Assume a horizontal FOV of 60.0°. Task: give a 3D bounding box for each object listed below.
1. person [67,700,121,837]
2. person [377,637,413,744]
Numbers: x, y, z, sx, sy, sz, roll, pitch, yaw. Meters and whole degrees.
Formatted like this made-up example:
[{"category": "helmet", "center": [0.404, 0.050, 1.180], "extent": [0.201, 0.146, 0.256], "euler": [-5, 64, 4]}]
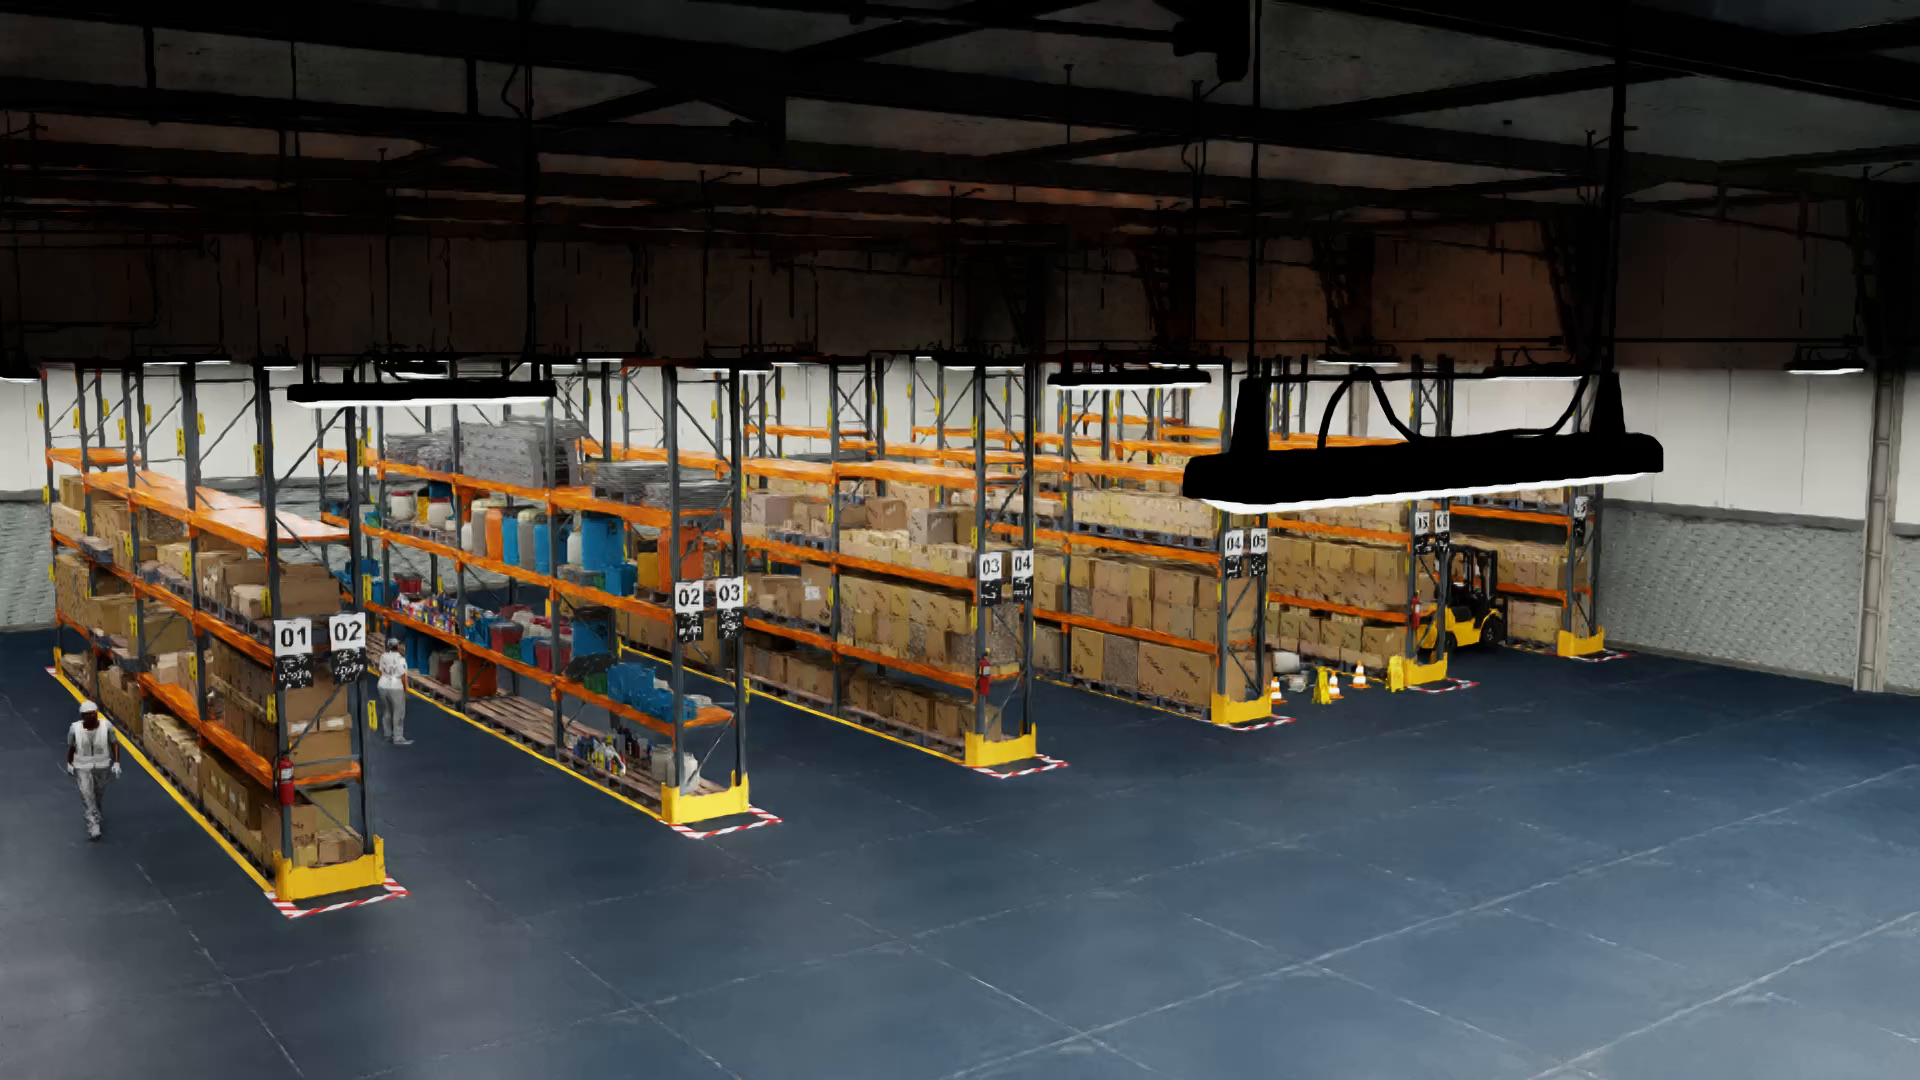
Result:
[{"category": "person", "center": [-11.146, 2.907, 21.417], "extent": [0.577, 1.733, 1.043], "euler": [-5, 9, -37]}, {"category": "person", "center": [-8.878, 2.358, 26.161], "extent": [0.580, 1.673, 0.463], "euler": [3, 7, 23]}]
